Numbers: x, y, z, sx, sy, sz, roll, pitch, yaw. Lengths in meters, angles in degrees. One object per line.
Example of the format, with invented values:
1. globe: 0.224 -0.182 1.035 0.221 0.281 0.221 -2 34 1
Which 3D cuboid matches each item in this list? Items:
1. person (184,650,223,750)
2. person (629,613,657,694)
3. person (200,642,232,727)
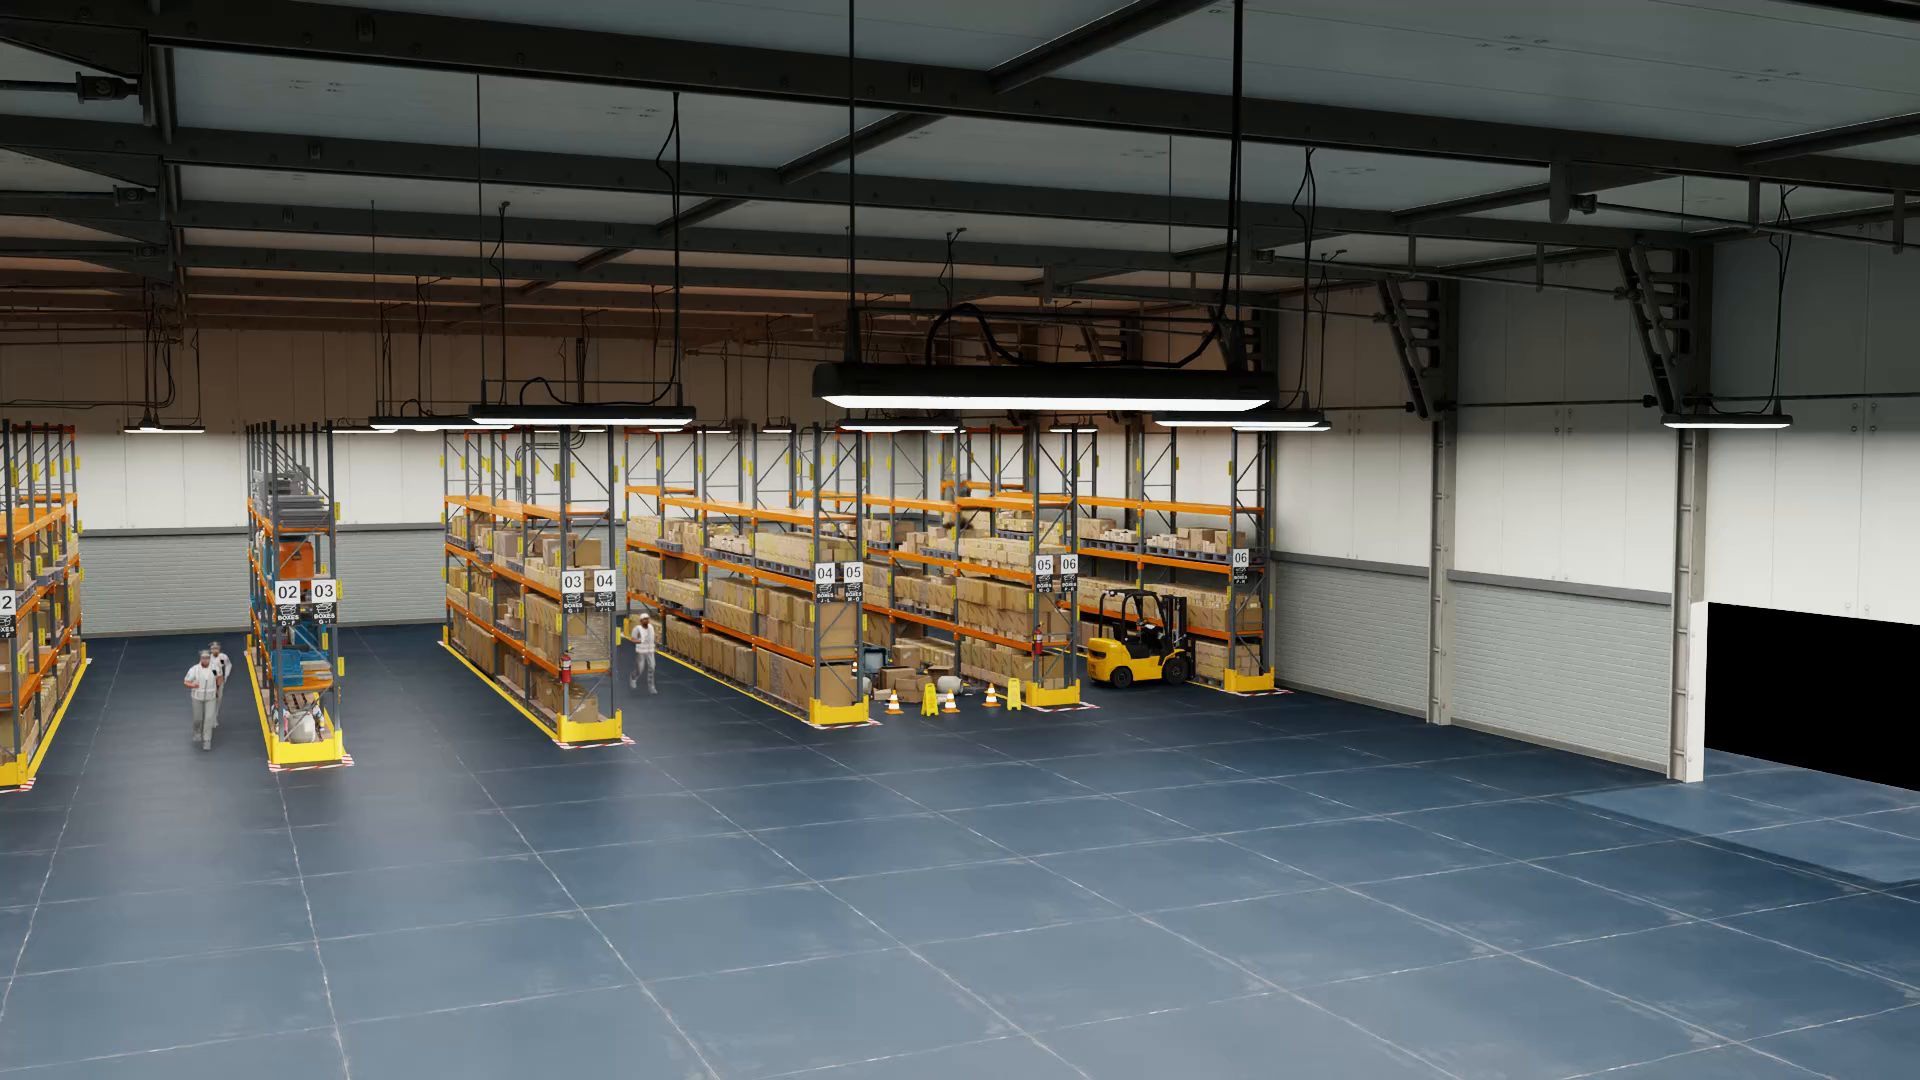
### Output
1. person: -13.916 2.909 30.639 0.667 1.789 0.994 -2 4 -29
2. person: -7.032 2.498 36.975 0.703 1.767 0.943 -3 5 -43
3. person: -14.871 2.841 33.208 0.619 1.680 0.959 -1 4 -22
